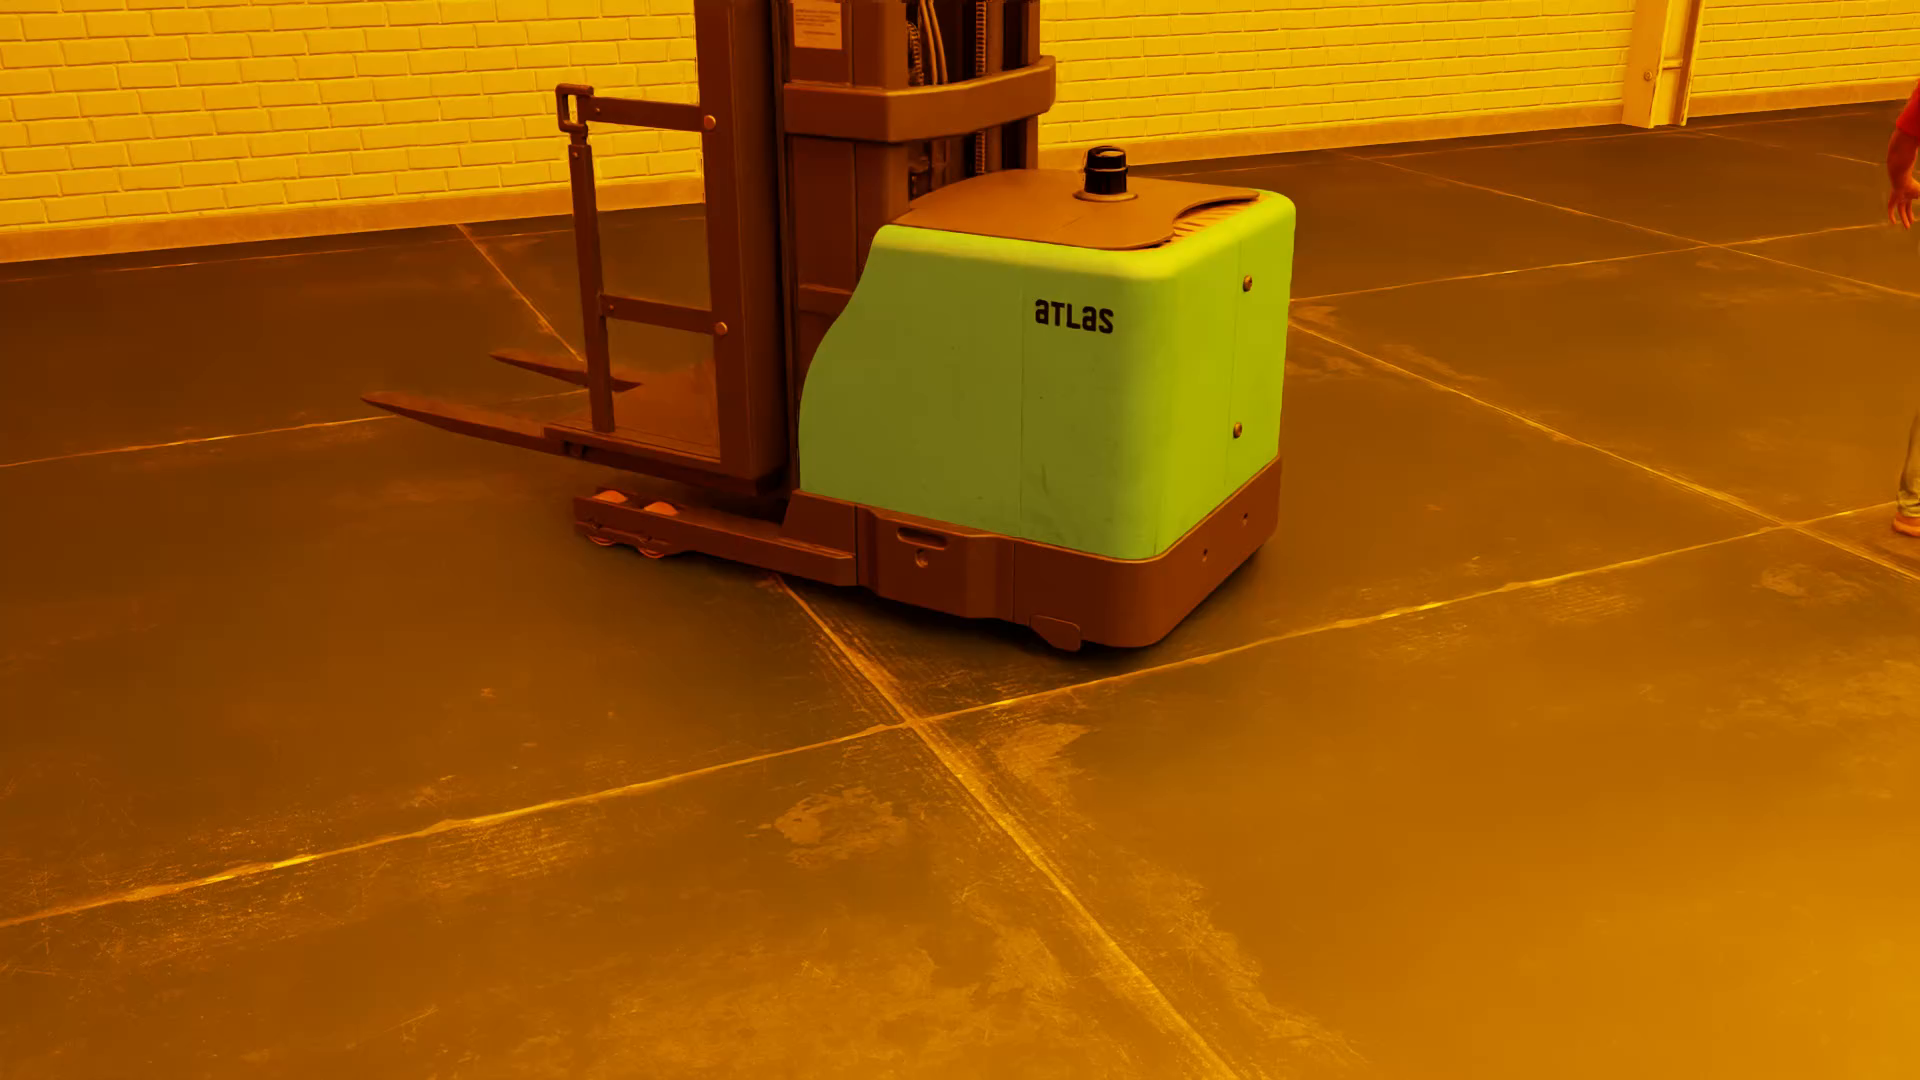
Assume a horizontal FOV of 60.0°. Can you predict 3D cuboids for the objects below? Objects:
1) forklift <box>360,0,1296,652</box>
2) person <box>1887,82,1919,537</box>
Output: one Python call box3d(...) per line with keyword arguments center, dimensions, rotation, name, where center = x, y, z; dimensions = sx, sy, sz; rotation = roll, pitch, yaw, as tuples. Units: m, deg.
box3d(center=(-0.583, -1.459, 4.799), dimensions=(3.031, 2.935, 1.130), rotation=(12, 26, 27), name="forklift")
box3d(center=(3.070, -0.825, 4.867), dimensions=(0.501, 1.774, 0.918), rotation=(-11, 25, -25), name="person")
